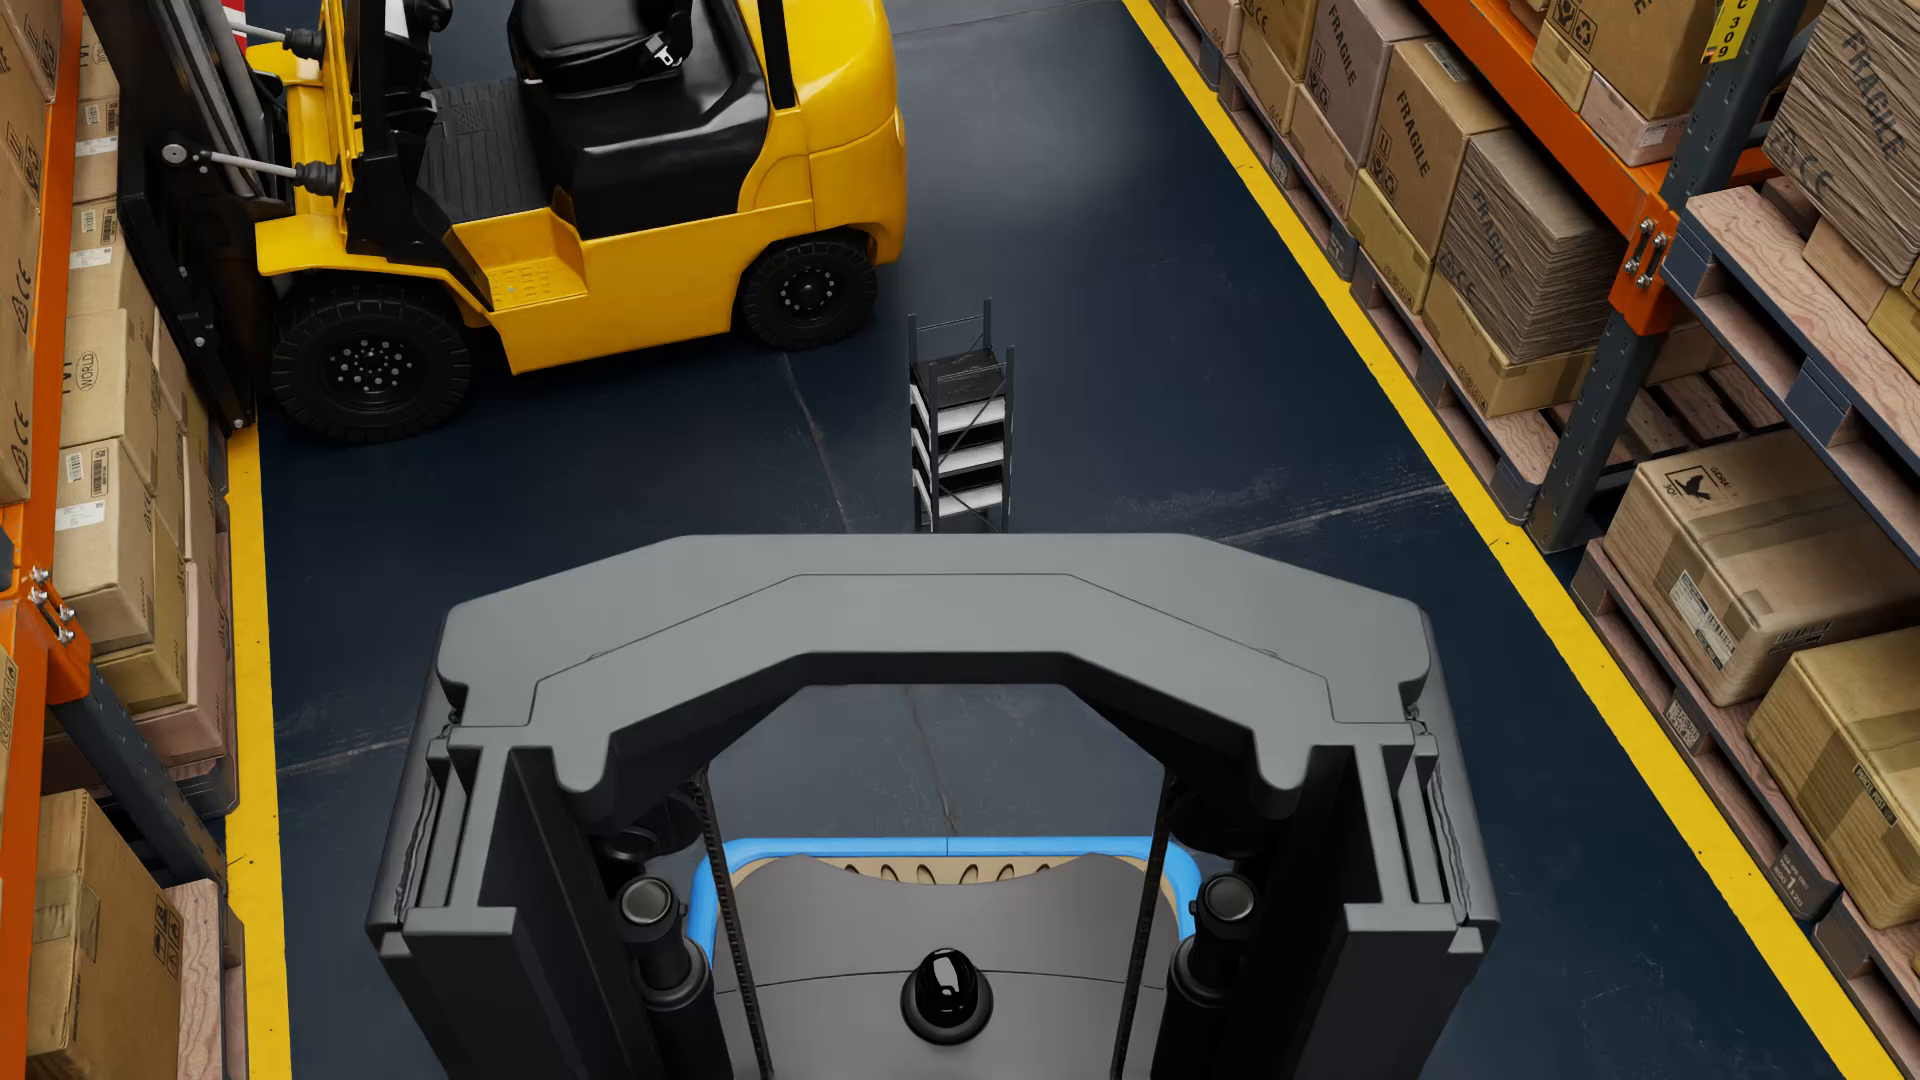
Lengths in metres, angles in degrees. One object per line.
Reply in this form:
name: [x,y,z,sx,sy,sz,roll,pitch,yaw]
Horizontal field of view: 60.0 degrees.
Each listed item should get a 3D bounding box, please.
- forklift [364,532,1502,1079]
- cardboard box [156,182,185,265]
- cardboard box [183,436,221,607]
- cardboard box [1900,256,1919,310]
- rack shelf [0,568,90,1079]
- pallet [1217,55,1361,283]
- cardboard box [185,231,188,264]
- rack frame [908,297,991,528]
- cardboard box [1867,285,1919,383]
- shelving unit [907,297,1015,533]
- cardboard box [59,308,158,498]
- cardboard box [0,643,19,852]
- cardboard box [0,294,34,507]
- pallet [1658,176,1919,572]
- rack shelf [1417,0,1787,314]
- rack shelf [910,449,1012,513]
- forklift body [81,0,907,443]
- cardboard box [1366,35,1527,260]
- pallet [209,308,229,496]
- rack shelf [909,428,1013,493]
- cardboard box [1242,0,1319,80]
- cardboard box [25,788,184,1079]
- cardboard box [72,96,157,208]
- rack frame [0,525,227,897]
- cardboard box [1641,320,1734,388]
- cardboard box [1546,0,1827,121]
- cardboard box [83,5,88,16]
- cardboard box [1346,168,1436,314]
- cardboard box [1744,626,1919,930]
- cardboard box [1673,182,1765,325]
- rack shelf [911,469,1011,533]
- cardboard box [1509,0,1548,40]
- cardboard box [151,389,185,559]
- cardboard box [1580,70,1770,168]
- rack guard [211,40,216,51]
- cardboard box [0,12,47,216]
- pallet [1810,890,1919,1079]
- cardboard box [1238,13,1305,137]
forklift: [-0.020,1.477,2.088,1.130,2.935,3.031,0,50,0]
cardboard box: [-2.740,-0.886,5.232,0.500,0.250,0.500,-13,51,-11]
cardboard box: [-2.447,0.009,4.805,0.500,0.250,0.500,-14,51,-12]
cardboard box: [2.299,-0.562,3.228,0.500,0.500,0.500,-13,51,-11]
rack shelf: [-1.864,1.746,2.287,1.077,0.370,4.000,-13,51,-11]
pallet: [1.689,-1.548,6.417,1.003,0.211,1.213,-13,51,-11]
cardboard box: [-2.745,-0.739,5.434,0.500,0.250,0.500,-12,51,-10]
rack frame: [-0.028,-0.358,4.964,0.240,0.900,0.006,-13,51,-11]
cardboard box: [2.212,-0.467,3.571,0.380,0.149,0.250,-12,51,-10]
shelving unit: [0.002,-0.284,4.901,0.258,0.900,0.210,-13,51,-11]
cardboard box: [-2.440,-0.318,4.426,0.500,0.250,0.500,-13,51,-11]
cardboard box: [-2.056,0.410,3.040,0.500,0.250,0.500,-12,51,-10]
cardboard box: [-2.337,-0.362,3.528,0.500,0.500,0.500,-15,51,-12]
pallet: [2.372,-0.419,3.767,1.003,0.211,1.213,-13,51,-11]
rack shelf: [1.694,-2.301,5.698,1.077,0.370,4.000,-13,51,-11]
rack shelf: [0.002,-0.205,4.995,0.258,0.077,0.200,-13,51,-11]
forklift body: [-1.335,-1.622,5.211,2.313,2.155,1.214,-13,51,-11]
cardboard box: [1.702,-1.305,5.422,0.500,0.500,0.500,-12,51,-10]
pallet: [-3.015,-0.531,5.559,1.003,0.211,1.213,-13,51,-11]
rack shelf: [0.002,-0.263,4.926,0.258,0.077,0.200,-13,51,-11]
cardboard box: [1.384,-2.066,6.063,0.500,0.500,0.500,-12,51,-10]
cardboard box: [-2.290,1.062,3.671,0.875,0.625,0.625,-11,51,-9]
cardboard box: [-2.746,-1.064,5.055,0.500,0.250,0.500,-14,51,-12]
rack frame: [-2.455,0.053,3.243,1.000,3.000,0.127,-13,51,-11]
cardboard box: [2.369,-0.813,5.497,0.500,0.250,0.500,-15,52,-13]
cardboard box: [1.916,-1.468,4.266,0.500,0.500,0.500,-14,51,-12]
cardboard box: [-3.047,-1.802,5.677,0.500,0.250,0.500,-12,51,-10]
cardboard box: [1.687,-1.079,5.721,0.500,0.250,0.500,-15,51,-12]
cardboard box: [2.659,0.547,4.271,0.950,0.372,0.625,-10,51,-9]
cardboard box: [2.369,-1.055,5.210,0.500,0.500,0.500,-11,51,-9]
rack shelf: [0.002,-0.147,5.064,0.258,0.077,0.200,-13,51,-11]
cardboard box: [1.816,-1.545,4.755,0.380,0.149,0.250,-13,51,-11]
cardboard box: [-2.454,-0.148,4.609,0.500,0.250,0.500,-14,51,-11]
cardboard box: [1.899,-1.157,4.427,0.380,0.149,0.250,-14,51,-11]
rack guard: [-3.645,-2.080,6.677,1.175,0.500,0.348,-13,51,-11]
cardboard box: [-2.658,-1.108,4.157,0.500,0.500,0.500,-14,51,-11]
pallet: [2.881,1.288,4.026,1.003,0.211,1.213,-13,51,-11]
cardboard box: [1.394,-1.820,6.347,0.500,0.250,0.500,-10,51,-9]
